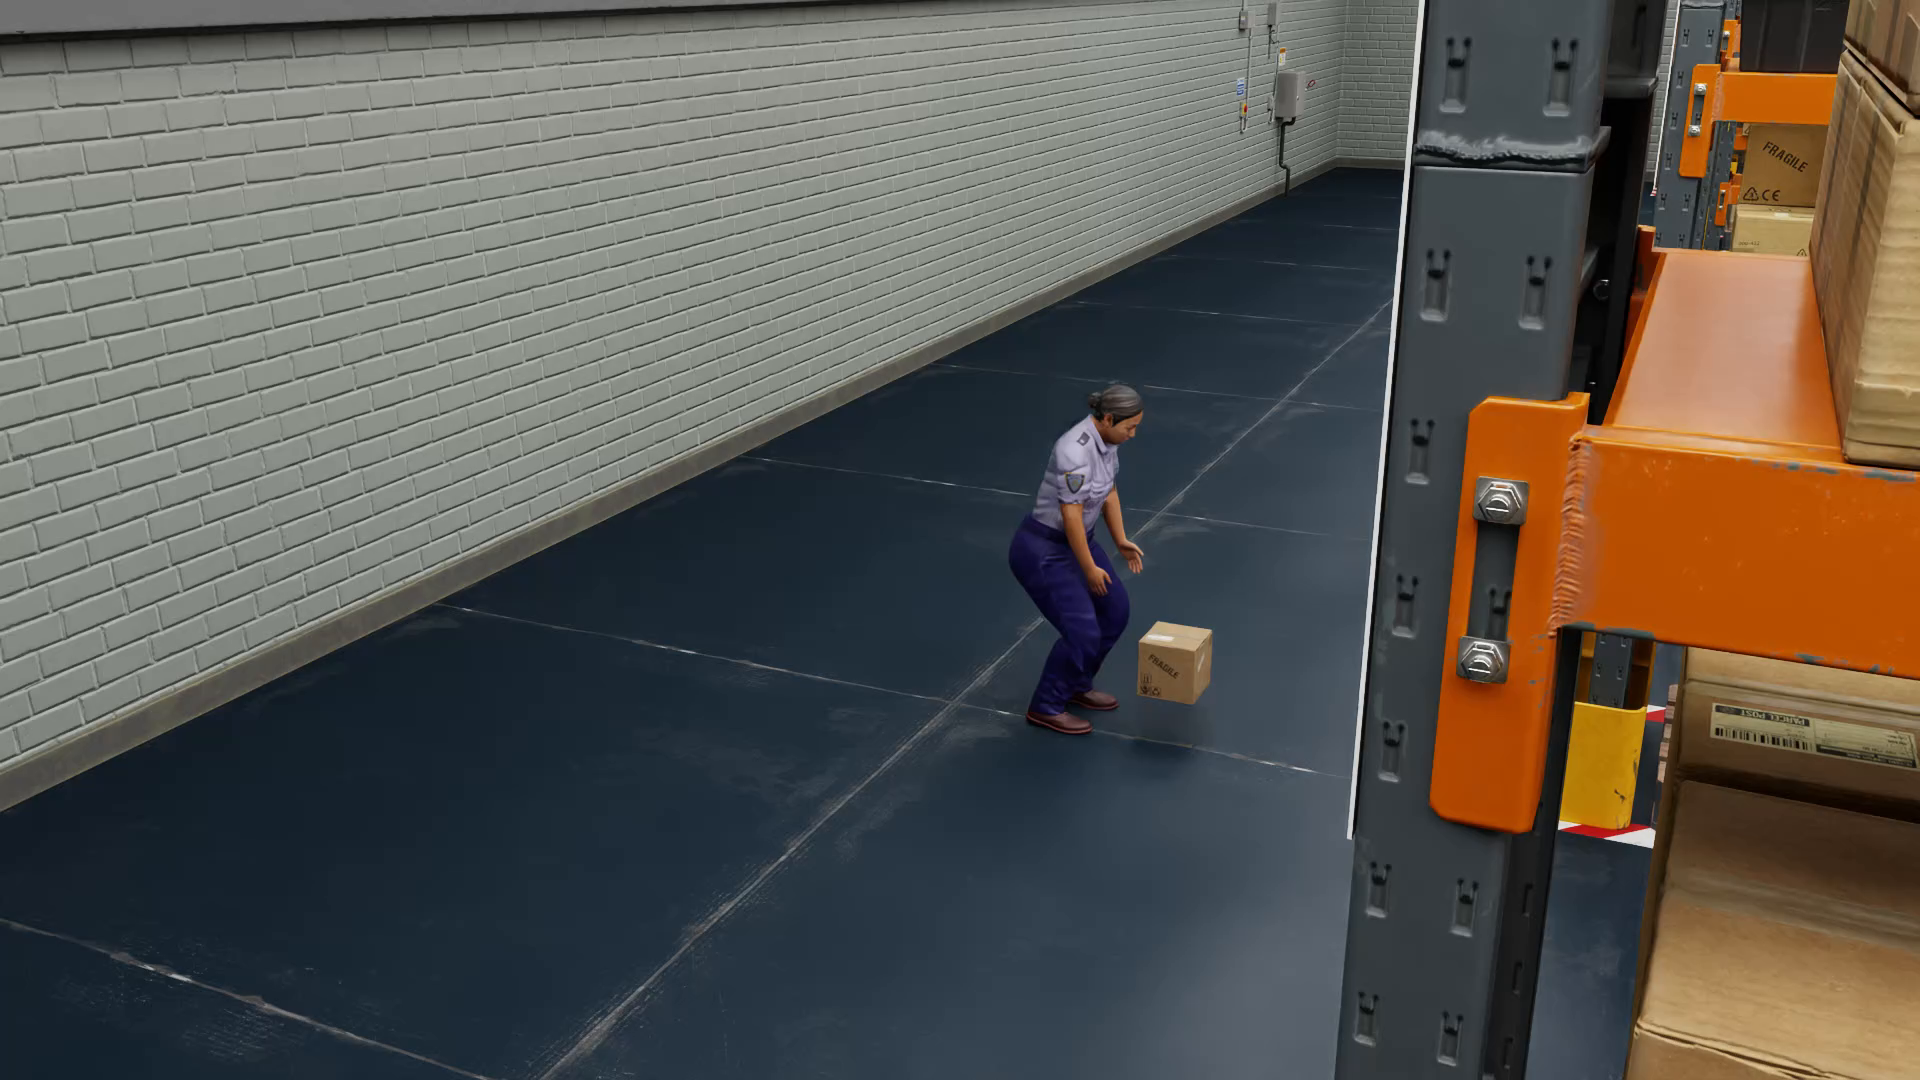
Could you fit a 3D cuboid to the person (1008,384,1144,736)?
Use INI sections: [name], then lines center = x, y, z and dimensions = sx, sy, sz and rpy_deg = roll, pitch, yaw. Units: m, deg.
[person]
center = 0.508, 0.057, 7.155
dimensions = 0.529, 1.510, 0.522
rpy_deg = 9, 21, 24
